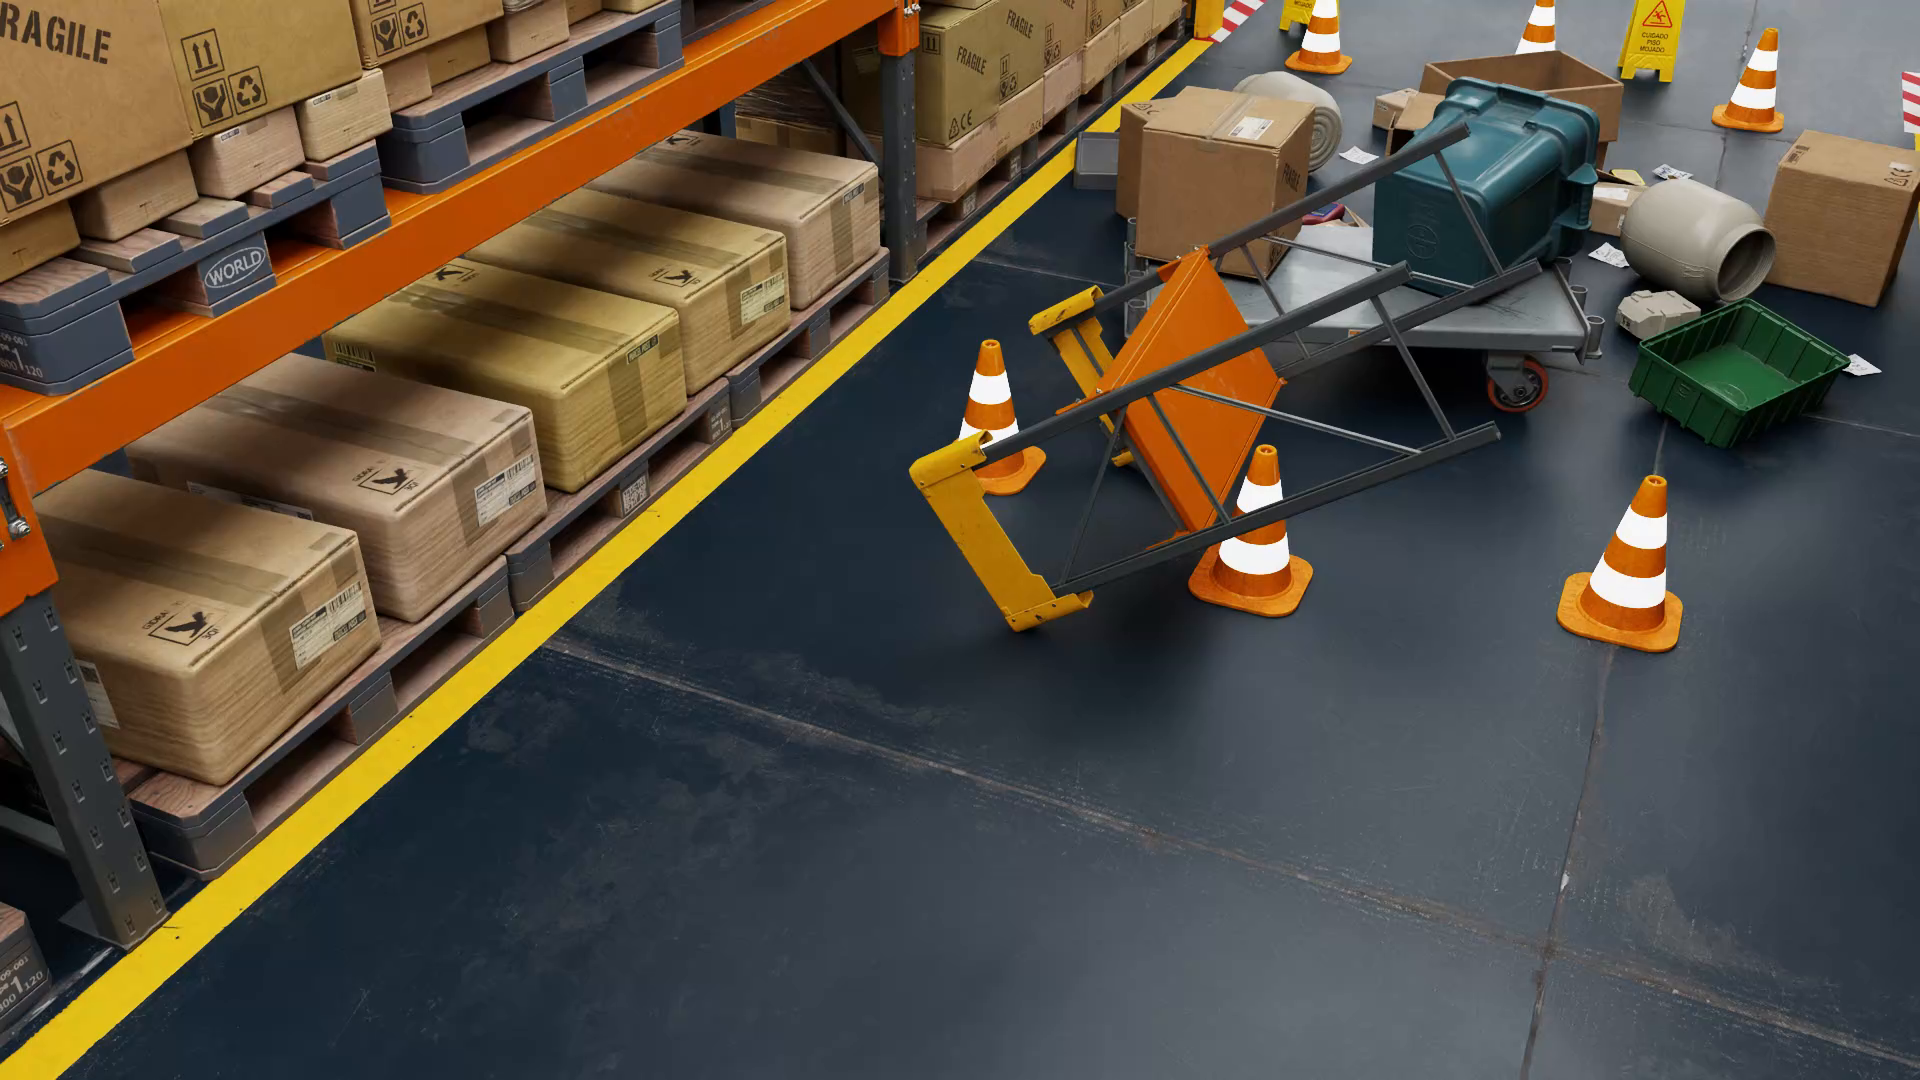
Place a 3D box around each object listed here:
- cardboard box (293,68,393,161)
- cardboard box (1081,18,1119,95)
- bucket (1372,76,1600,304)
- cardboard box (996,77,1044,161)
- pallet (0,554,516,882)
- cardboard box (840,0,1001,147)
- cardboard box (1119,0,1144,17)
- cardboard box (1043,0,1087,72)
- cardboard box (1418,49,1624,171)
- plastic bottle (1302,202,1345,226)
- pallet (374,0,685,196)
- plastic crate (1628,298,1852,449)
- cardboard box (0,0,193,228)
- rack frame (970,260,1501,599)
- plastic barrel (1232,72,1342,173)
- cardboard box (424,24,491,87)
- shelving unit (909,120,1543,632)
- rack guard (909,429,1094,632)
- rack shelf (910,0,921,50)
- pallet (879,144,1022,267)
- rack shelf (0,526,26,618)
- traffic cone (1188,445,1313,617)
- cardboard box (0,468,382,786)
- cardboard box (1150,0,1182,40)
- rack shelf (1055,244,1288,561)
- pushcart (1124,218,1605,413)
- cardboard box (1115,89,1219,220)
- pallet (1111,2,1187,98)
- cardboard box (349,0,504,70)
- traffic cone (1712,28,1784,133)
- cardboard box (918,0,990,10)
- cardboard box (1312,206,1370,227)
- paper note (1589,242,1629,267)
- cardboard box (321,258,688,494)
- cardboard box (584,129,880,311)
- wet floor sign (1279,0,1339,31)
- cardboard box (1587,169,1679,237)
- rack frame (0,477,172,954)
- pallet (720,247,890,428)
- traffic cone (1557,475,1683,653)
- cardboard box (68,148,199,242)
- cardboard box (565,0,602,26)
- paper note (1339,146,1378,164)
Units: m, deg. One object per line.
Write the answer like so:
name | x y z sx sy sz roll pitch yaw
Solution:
cardboard box | -1.584 -1.033 3.937 0.380 0.149 0.250 14 36 21
cardboard box | 0.487 -2.480 8.422 0.500 0.250 0.500 13 35 19
bucket | 1.846 -1.223 5.978 0.726 0.611 0.620 29 53 36
cardboard box | 0.050 -1.971 7.645 0.500 0.250 0.500 16 37 23
pallet | -2.000 0.325 4.562 1.003 0.211 1.213 14 36 20
cardboard box | -0.163 -2.016 7.030 0.500 0.500 0.500 16 36 23
cardboard box | 0.705 -3.057 8.617 0.500 0.500 0.500 16 36 22
cardboard box | 0.269 -2.543 7.834 0.500 0.500 0.500 16 37 23
cardboard box | 2.583 -1.937 7.746 0.797 0.503 0.637 -9 34 -13
plastic bottle | 1.589 -1.428 7.373 0.133 0.061 0.283 21 39 28
pallet | -1.537 -1.368 4.775 1.003 0.211 1.213 14 36 20
plastic crate | 2.766 -0.595 5.933 0.662 0.188 0.450 -21 49 -29
cardboard box | -1.930 -0.965 3.241 0.500 0.500 0.500 13 35 19
rack frame | 0.594 -0.212 4.351 1.500 0.500 0.032 -22 20 35
plastic barrel | 1.530 -1.983 7.889 0.421 0.421 0.512 -15 36 -21
cardboard box | -1.472 -1.321 4.375 0.380 0.149 0.250 16 36 22
shelving unit | 0.778 -0.469 4.737 1.500 0.587 1.083 -22 20 35
rack guard | 0.119 -0.018 4.708 0.250 0.587 0.087 -22 20 35
rack shelf | 0.182 -3.140 7.959 1.077 0.370 4.000 14 36 20
pallet | -0.406 -1.621 7.530 1.003 0.211 1.213 14 36 20
rack shelf | -3.165 0.844 1.883 1.077 0.370 4.000 14 36 20
traffic cone | 0.885 -0.071 4.937 0.336 0.463 0.334 14 36 20
cardboard box | -2.083 0.192 4.236 0.950 0.372 0.625 12 35 17
cardboard box | 0.915 -2.986 9.193 0.500 0.250 0.500 14 36 20
rack shelf | 0.644 -0.418 4.846 0.185 0.538 1.000 -22 20 35
pushcart | 1.437 -0.850 6.202 1.648 0.377 0.936 3 33 4
cardboard box | 1.029 -1.622 7.265 0.500 0.500 0.500 -15 36 -21
pallet | 0.615 -2.836 9.383 1.003 0.211 1.213 14 36 20
cardboard box | -1.502 -1.493 4.045 0.500 0.500 0.500 15 36 21
traffic cone | 4.045 -2.352 8.415 0.336 0.463 0.334 14 36 20
cardboard box | -0.056 -2.336 6.926 0.380 0.149 0.250 15 36 21
cardboard box | 1.635 -1.215 6.860 0.258 0.266 0.396 -9 34 -13
paper note | 2.790 -1.211 7.076 0.172 0.023 0.155 29 43 36
cardboard box | -1.459 -0.554 5.373 0.950 0.372 0.625 15 36 22
cardboard box | -0.872 -1.260 6.449 0.950 0.372 0.625 15 36 21
wet floor sign | 2.070 -3.301 9.696 0.267 0.644 0.232 29 43 36
cardboard box | 2.930 -1.495 7.287 0.396 0.266 0.258 21 39 28
rack frame | -2.328 -0.453 3.205 1.000 3.000 0.127 14 36 20
pallet | -0.979 -0.890 6.416 1.003 0.211 1.213 14 36 20
traffic cone | 1.951 0.023 4.793 0.336 0.463 0.334 14 36 20
cardboard box | -1.875 -0.775 3.543 0.380 0.149 0.250 12 35 18
cardboard box | -1.263 -1.583 4.775 0.380 0.149 0.250 13 35 19
paper note | 1.940 -1.874 8.091 0.148 0.019 0.142 29 43 36
